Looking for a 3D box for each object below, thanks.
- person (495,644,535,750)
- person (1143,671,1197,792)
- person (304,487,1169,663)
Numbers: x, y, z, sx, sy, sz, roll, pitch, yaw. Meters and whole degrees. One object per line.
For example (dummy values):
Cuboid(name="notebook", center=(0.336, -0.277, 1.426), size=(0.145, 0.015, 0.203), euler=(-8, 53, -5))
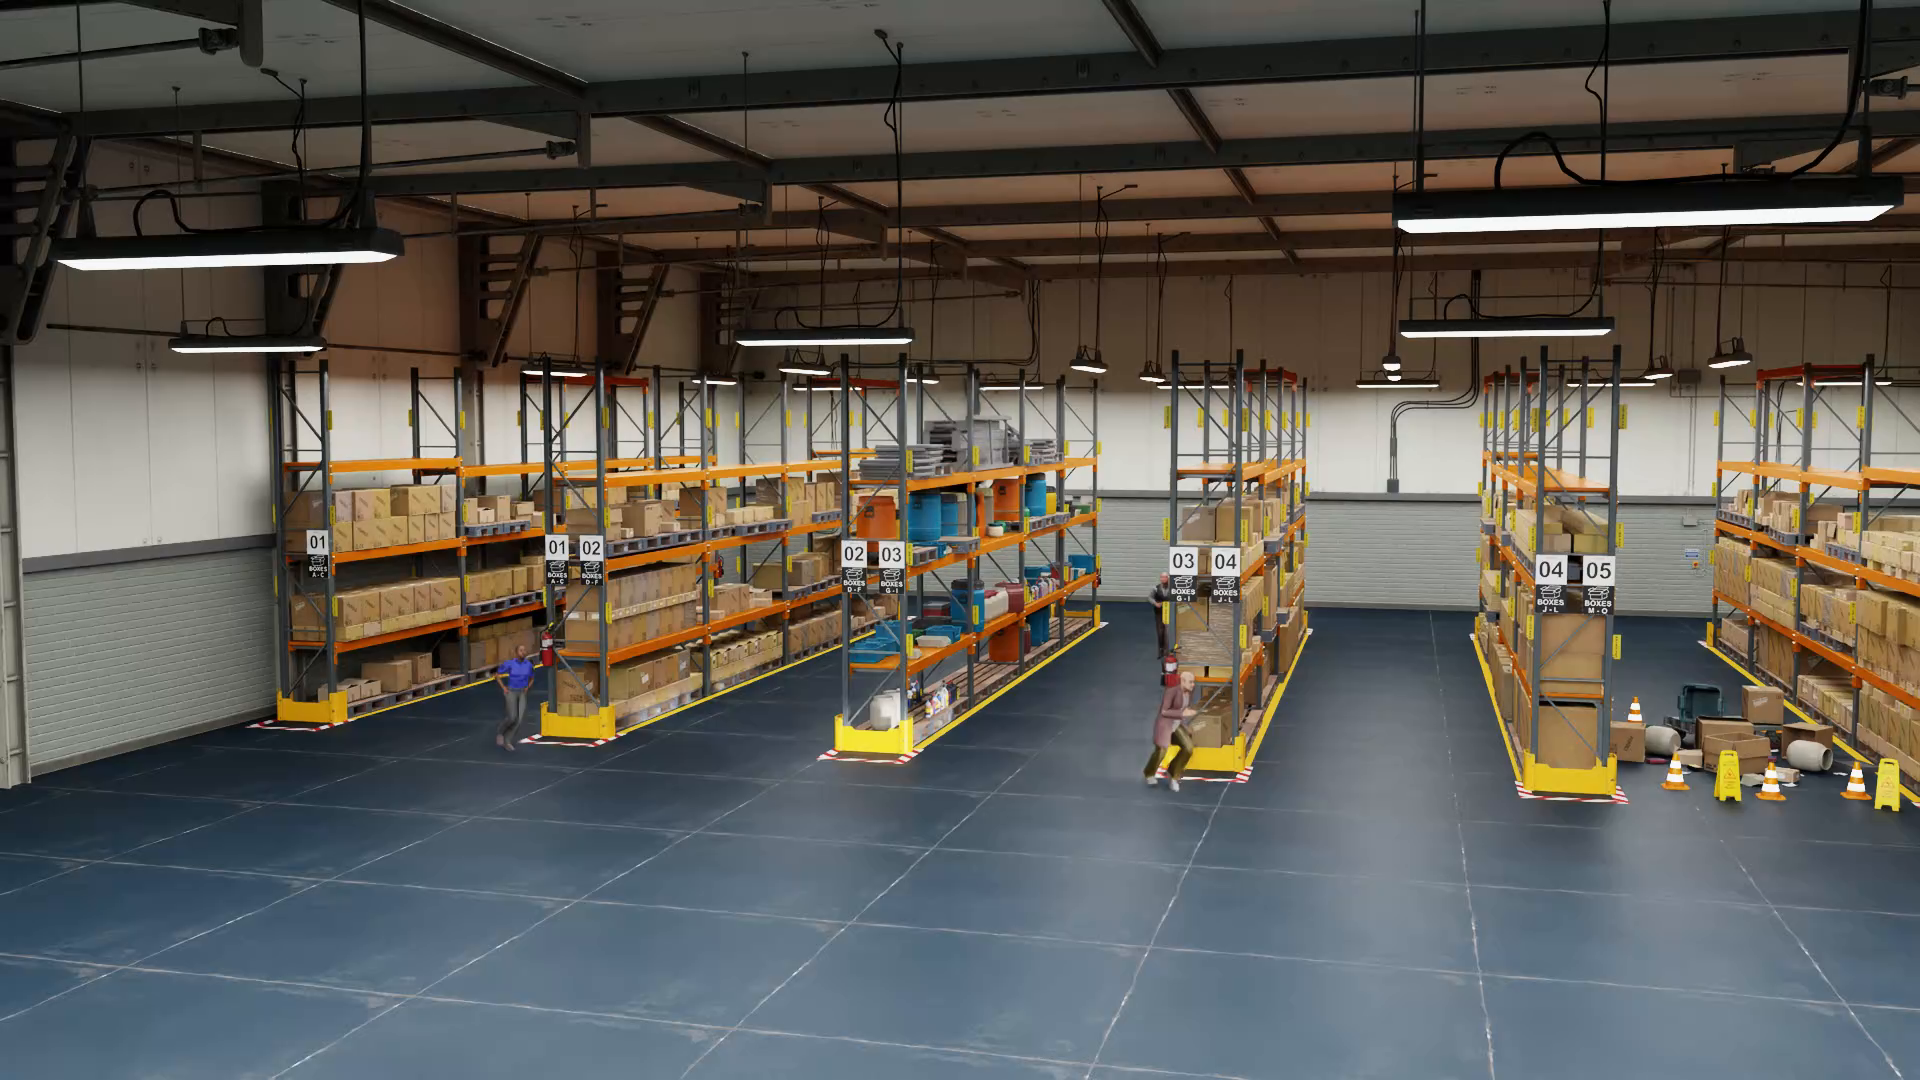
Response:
Cuboid(name="person", center=(-6.741, 2.393, 25.315), size=(0.570, 1.619, 0.520), euler=(-3, 5, -37))
Cuboid(name="person", center=(2.980, 2.582, 22.367), size=(0.706, 1.678, 0.725), euler=(-3, 5, -37))
Cuboid(name="person", center=(-3.353, 0.728, 30.812), size=(14.649, 3.646, 7.304), euler=(1, 4, 9))
